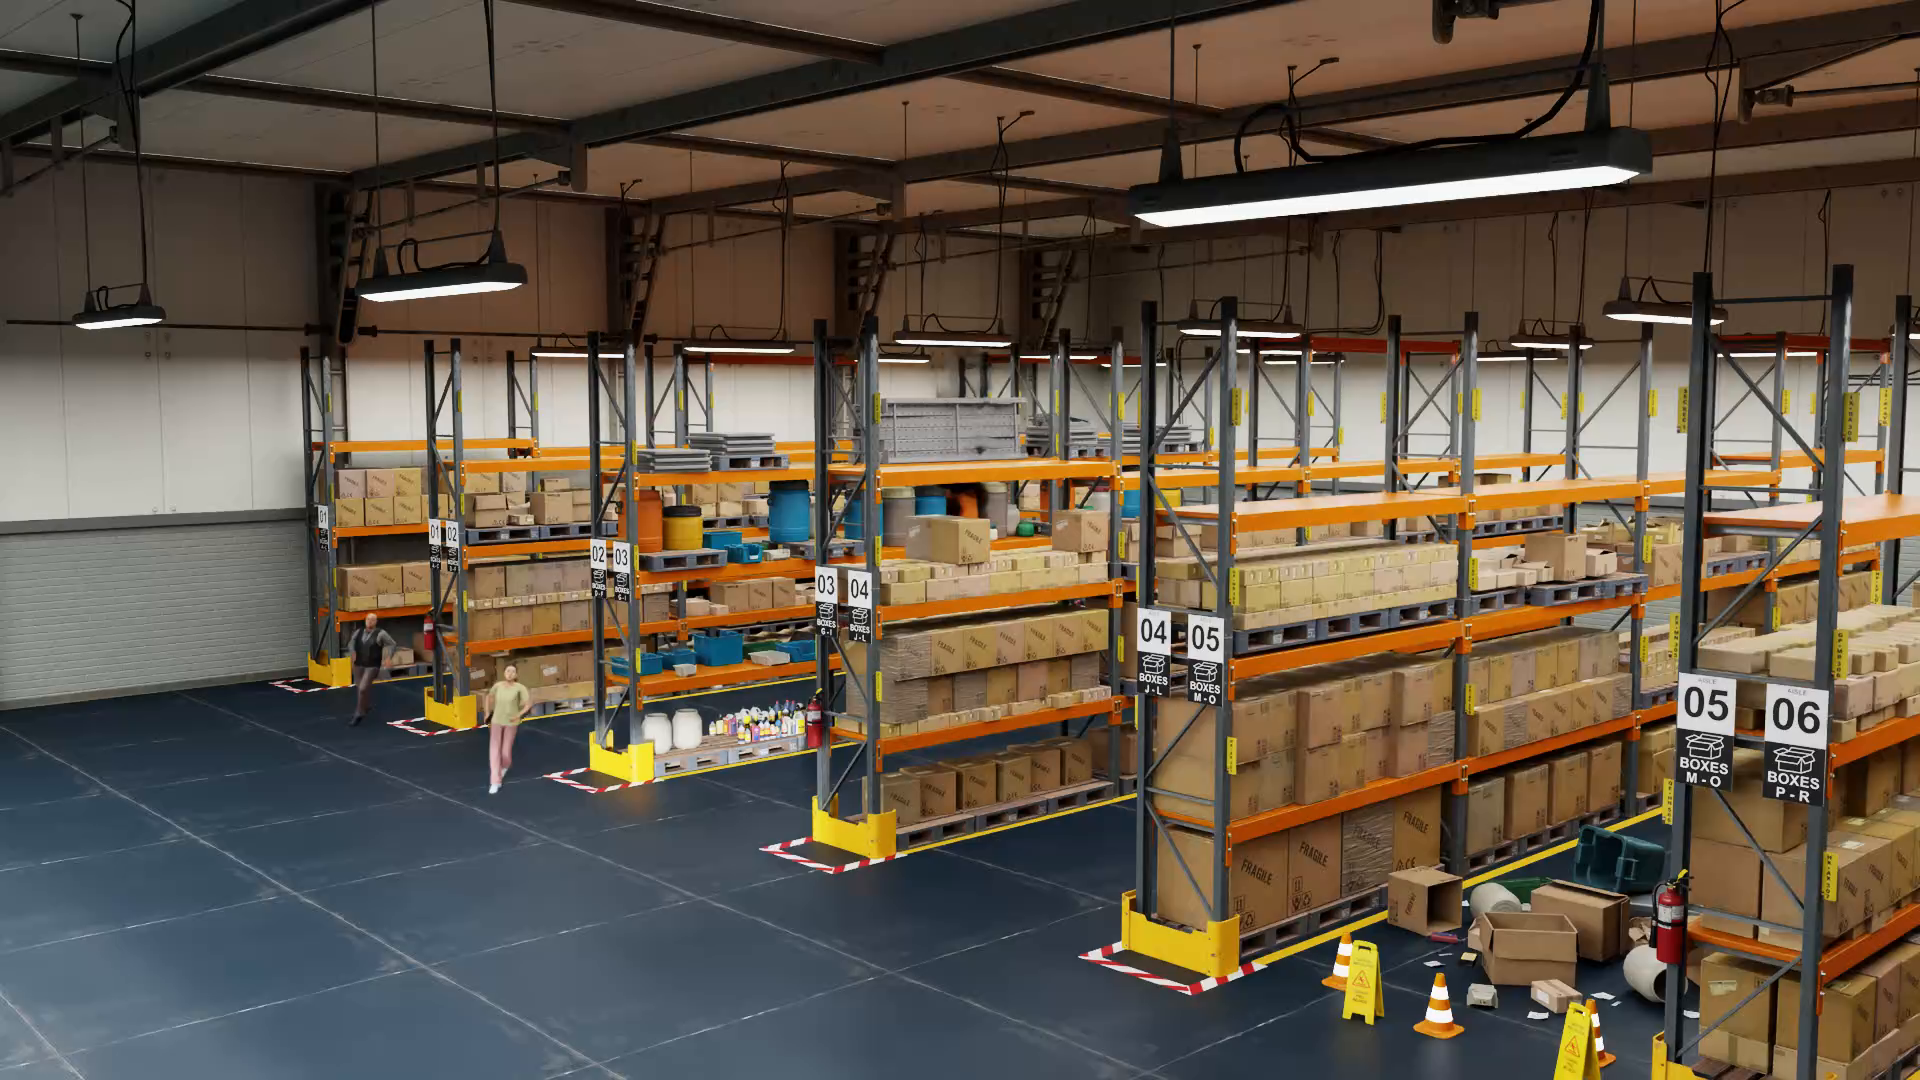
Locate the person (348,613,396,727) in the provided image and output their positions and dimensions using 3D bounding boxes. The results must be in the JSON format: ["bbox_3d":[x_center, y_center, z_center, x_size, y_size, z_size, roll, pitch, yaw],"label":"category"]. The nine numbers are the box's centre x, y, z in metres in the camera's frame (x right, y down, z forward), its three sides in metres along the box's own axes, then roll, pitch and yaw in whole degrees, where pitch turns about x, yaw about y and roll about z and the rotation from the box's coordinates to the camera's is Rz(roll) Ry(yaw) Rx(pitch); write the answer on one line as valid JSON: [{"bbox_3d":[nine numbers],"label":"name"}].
[{"bbox_3d":[-9.274,2.013,26.110,0.712,1.748,0.798,1,5,11],"label":"person"}]

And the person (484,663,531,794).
[{"bbox_3d":[-5.947,2.456,21.830,0.618,1.616,0.775,0,5,-1],"label":"person"}]
